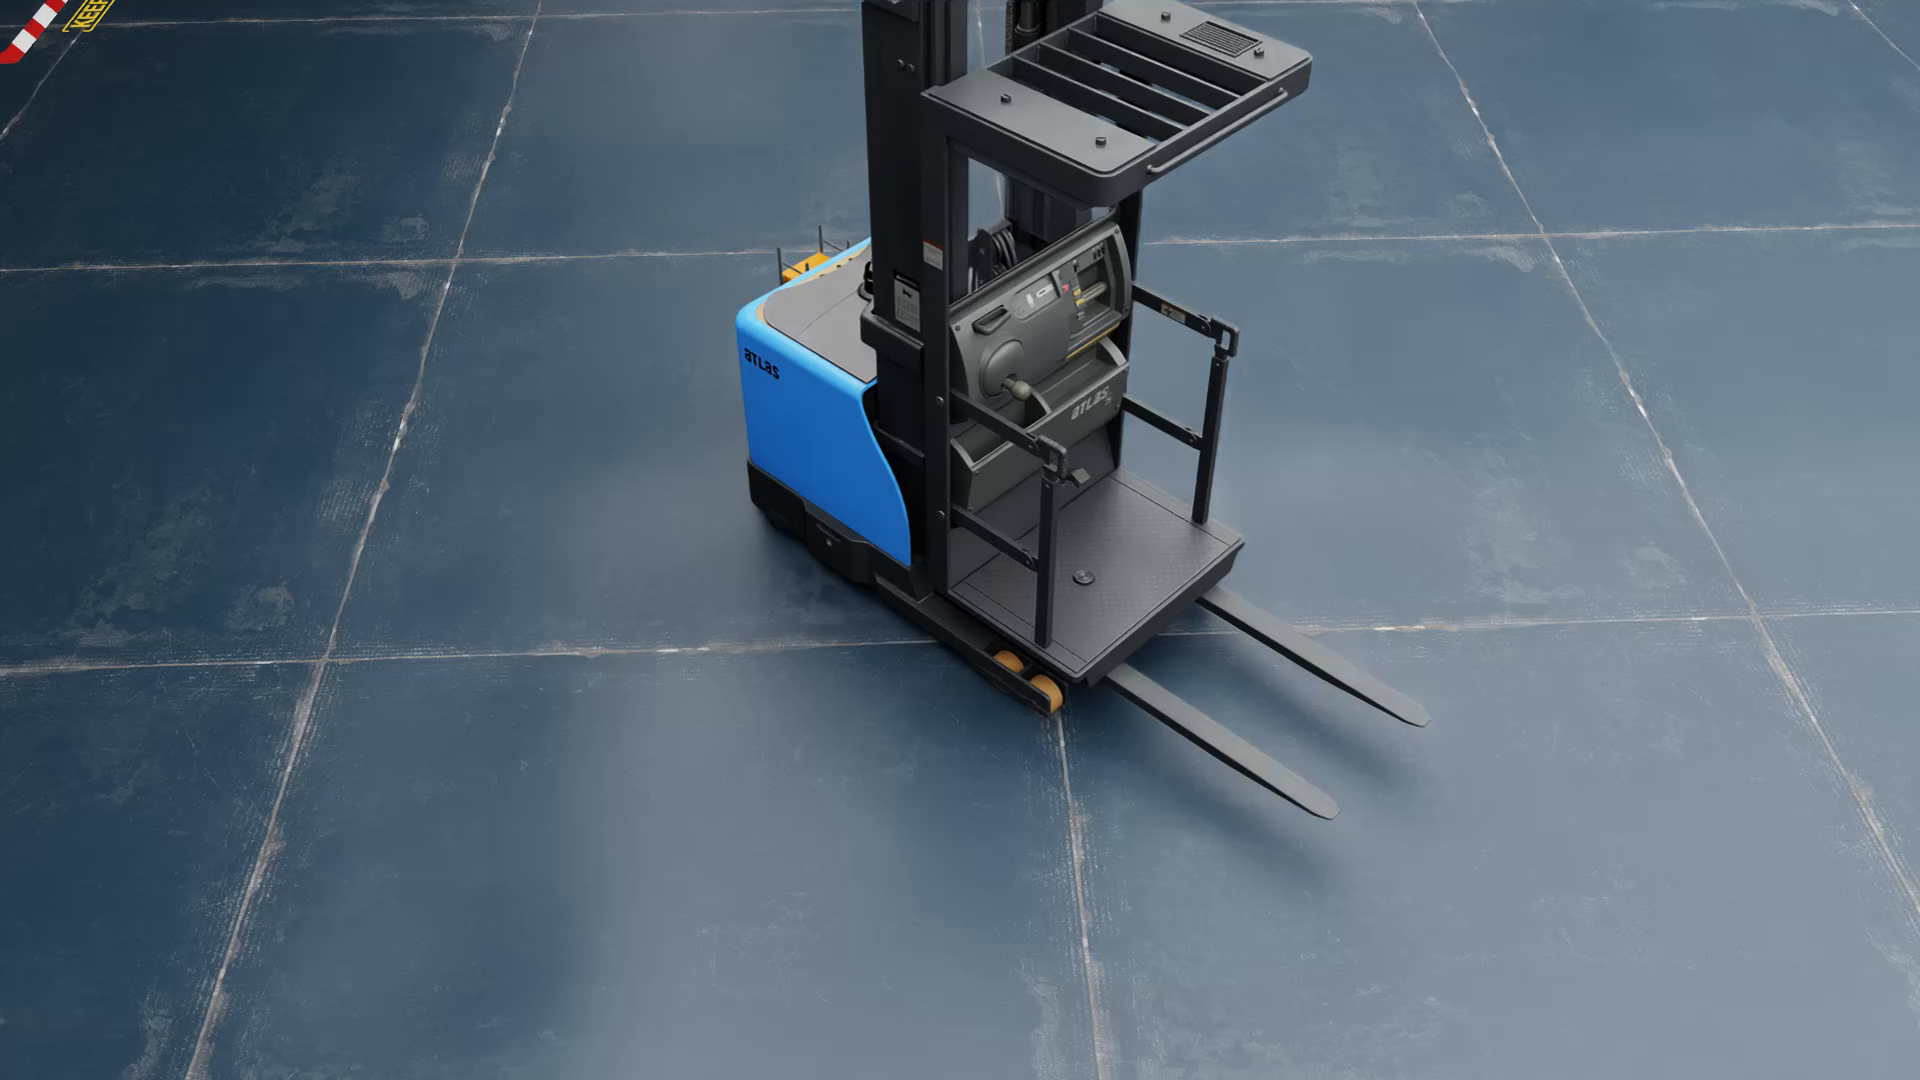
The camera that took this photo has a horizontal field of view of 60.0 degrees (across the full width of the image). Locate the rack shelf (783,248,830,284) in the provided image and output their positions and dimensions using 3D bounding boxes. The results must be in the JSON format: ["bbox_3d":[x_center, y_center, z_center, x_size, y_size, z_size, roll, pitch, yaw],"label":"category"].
[{"bbox_3d":[-0.639,-1.106,7.425,0.215,0.259,0.240,33,52,31],"label":"rack shelf"}]

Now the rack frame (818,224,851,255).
[{"bbox_3d":[-0.555,-0.965,7.675,0.200,1.050,0.008,33,52,31],"label":"rack frame"}]

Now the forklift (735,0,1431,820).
[{"bbox_3d":[0.469,-0.779,6.080,3.031,2.935,1.130,33,52,31],"label":"forklift"}]

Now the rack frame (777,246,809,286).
[{"bbox_3d":[-0.723,-0.845,7.545,0.200,1.050,0.008,33,52,31],"label":"rack frame"}]

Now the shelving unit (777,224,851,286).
[{"bbox_3d":[-0.639,-0.905,7.610,0.215,1.050,0.252,33,52,31],"label":"shelving unit"}]
